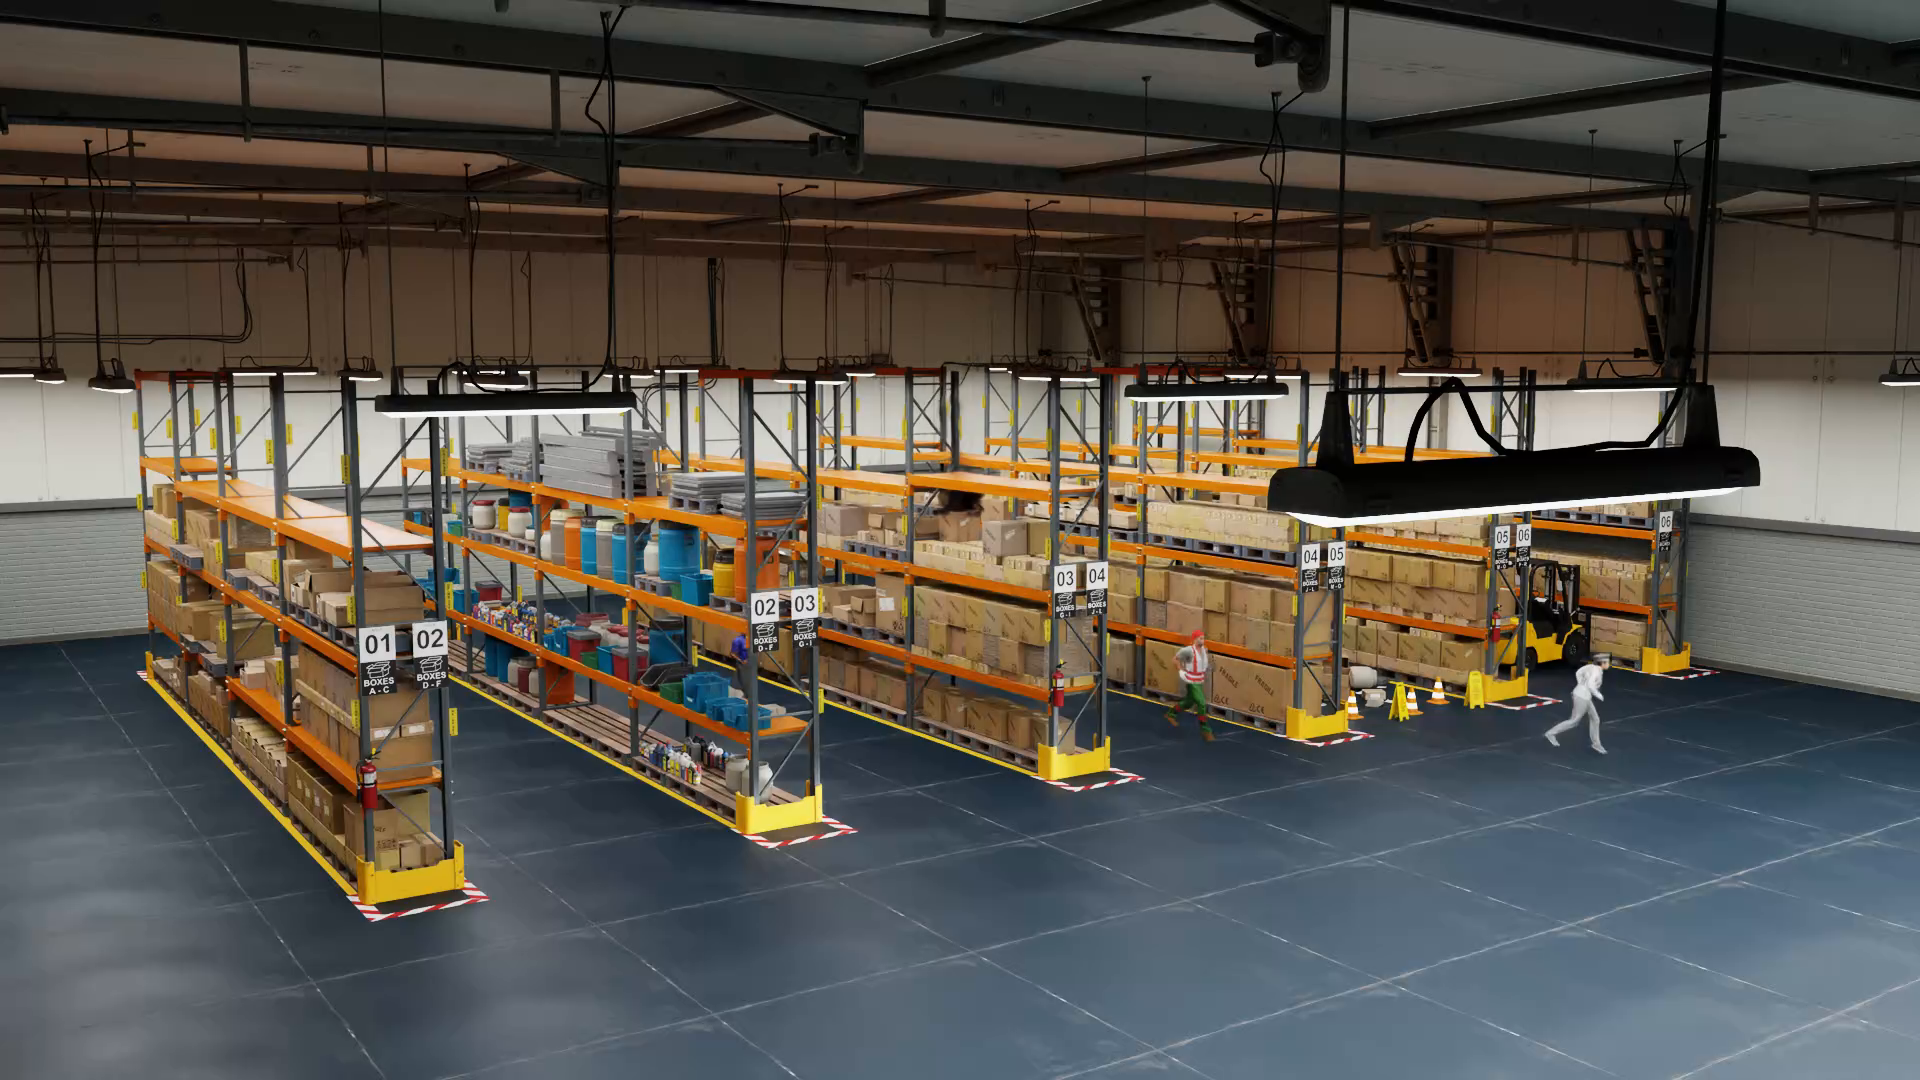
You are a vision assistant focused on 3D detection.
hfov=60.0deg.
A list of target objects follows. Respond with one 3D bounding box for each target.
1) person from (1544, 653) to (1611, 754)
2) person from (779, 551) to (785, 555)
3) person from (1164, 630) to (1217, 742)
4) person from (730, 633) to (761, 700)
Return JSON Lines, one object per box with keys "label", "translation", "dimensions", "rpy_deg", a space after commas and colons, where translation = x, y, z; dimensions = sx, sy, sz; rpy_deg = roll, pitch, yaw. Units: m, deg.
{"label": "person", "translation": [9.799, 2.587, 26.393], "dimensions": [0.978, 1.628, 0.654], "rpy_deg": [1, 6, 7]}
{"label": "person", "translation": [-4.604, 0.821, 41.522], "dimensions": [0.599, 1.666, 0.543], "rpy_deg": [0, 6, 0]}
{"label": "person", "translation": [3.828, 2.371, 27.423], "dimensions": [1.064, 1.840, 0.595], "rpy_deg": [5, 8, 37]}
{"label": "person", "translation": [-3.788, 2.239, 29.259], "dimensions": [0.543, 1.598, 0.589], "rpy_deg": [-6, 9, -43]}
